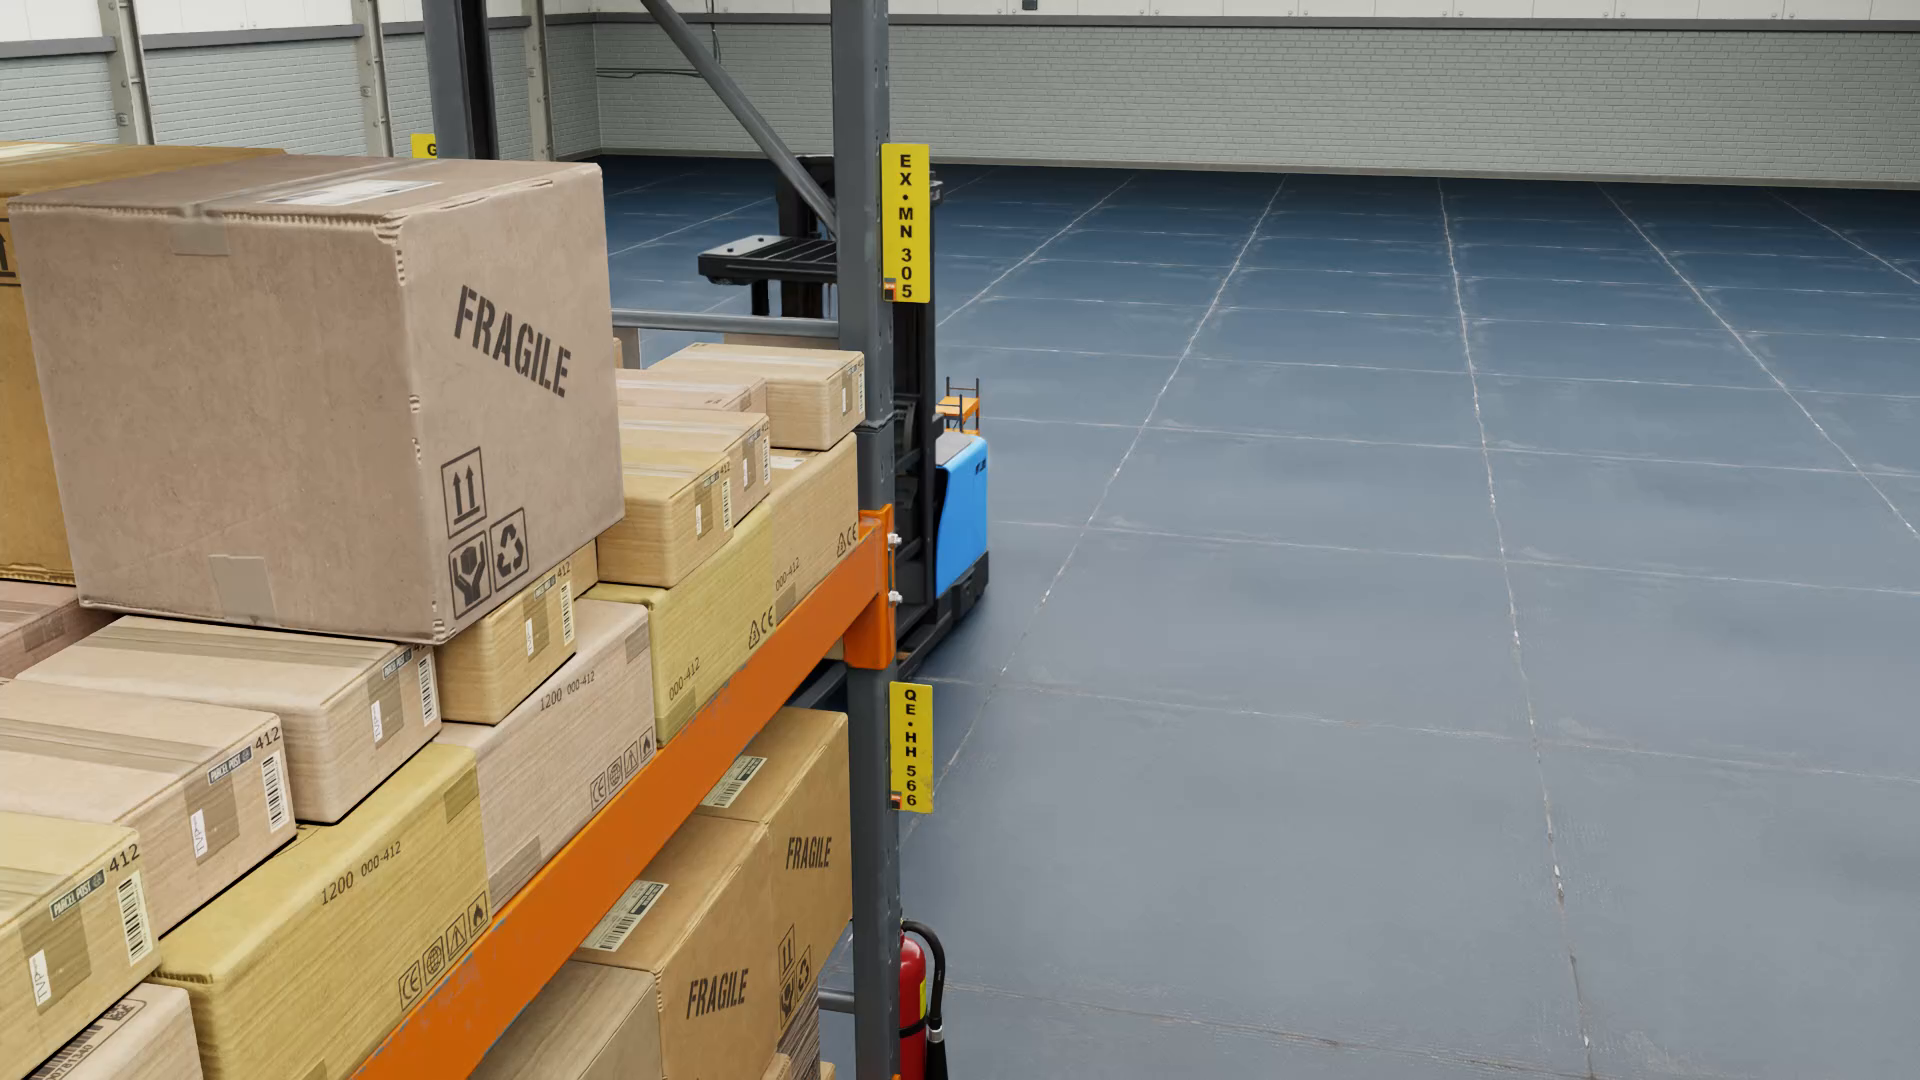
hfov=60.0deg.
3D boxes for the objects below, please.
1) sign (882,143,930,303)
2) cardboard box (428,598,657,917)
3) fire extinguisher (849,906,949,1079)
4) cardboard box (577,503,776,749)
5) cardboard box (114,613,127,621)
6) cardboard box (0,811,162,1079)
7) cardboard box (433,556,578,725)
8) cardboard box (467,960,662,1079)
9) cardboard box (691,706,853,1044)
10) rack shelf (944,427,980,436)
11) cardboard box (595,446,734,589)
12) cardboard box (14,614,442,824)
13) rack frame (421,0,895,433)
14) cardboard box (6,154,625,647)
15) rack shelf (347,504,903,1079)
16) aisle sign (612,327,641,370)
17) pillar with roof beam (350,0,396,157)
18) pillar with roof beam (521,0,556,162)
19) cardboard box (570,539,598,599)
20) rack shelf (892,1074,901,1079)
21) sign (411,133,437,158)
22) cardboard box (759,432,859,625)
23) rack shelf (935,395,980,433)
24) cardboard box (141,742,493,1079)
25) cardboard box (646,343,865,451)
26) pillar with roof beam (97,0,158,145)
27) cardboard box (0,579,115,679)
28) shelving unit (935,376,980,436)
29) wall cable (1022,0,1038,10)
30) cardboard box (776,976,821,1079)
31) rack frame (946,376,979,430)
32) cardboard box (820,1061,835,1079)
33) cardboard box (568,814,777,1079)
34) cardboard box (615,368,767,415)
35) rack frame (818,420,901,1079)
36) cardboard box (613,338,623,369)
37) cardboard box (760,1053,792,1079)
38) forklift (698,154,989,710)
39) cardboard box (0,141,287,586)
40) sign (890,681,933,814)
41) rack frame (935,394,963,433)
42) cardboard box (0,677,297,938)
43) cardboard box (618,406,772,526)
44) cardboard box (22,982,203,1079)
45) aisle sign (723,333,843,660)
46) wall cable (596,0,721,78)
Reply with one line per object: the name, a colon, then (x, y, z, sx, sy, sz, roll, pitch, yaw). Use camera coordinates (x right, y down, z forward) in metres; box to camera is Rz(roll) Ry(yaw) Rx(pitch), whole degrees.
sign: (-0.112, -0.658, 3.464, 0.100, 0.325, 0.005, 5, 19, 13)
cardboard box: (-0.770, 0.269, 2.349, 0.500, 0.250, 0.500, 5, 20, 15)
fire extinguisher: (-0.171, 1.167, 4.249, 0.296, 0.674, 0.183, 5, 19, 13)
cardboard box: (-0.636, 0.110, 2.818, 0.500, 0.250, 0.500, 5, 19, 14)
cardboard box: (-1.288, 0.066, 2.328, 0.380, 0.149, 0.250, 4, 19, 11)
cardboard box: (-0.963, 0.357, 1.475, 0.380, 0.149, 0.250, 4, 19, 12)
cardboard box: (-0.736, 0.112, 2.194, 0.380, 0.149, 0.250, 4, 19, 11)
cardboard box: (-0.782, 0.974, 2.532, 0.500, 0.500, 0.500, 5, 19, 13)
cardboard box: (-0.540, 0.661, 3.451, 0.500, 0.500, 0.500, 5, 19, 13)
rack shelf: (-0.040, -0.664, 11.791, 0.258, 0.148, 0.480, 5, 19, 13)
cardboard box: (-0.587, -0.048, 2.662, 0.380, 0.149, 0.250, 5, 19, 14)
cardboard box: (-0.848, 0.194, 1.953, 0.380, 0.149, 0.250, 4, 19, 11)
rack frame: (-0.646, -1.709, 3.269, 1.000, 3.000, 0.127, 5, 19, 13)
cardboard box: (-0.779, -0.208, 2.127, 0.500, 0.500, 0.500, 5, 19, 13)
rack shelf: (-1.134, 0.678, 2.034, 1.077, 0.370, 4.000, 5, 19, 13)
aisle sign: (-0.921, -0.143, 3.944, 0.394, 0.787, 0.004, 5, 19, 13)
pillar with roof beam: (-6.075, -9.918, 27.302, 9.100, 9.000, 0.400, 5, 19, 13)
pillar with roof beam: (-4.609, -11.798, 32.807, 9.100, 9.000, 0.400, 5, 19, 13)
cardboard box: (-0.768, 0.020, 2.464, 0.380, 0.149, 0.250, 5, 19, 14)
rack shelf: (-1.134, 2.097, 2.519, 1.077, 0.370, 4.000, 5, 19, 13)
sign: (-1.172, -0.746, 3.737, 0.100, 0.325, 0.005, 5, 19, 13)
cardboard box: (-0.517, -0.047, 3.276, 0.500, 0.250, 0.500, 5, 20, 15)
rack shelf: (-0.040, -0.888, 11.715, 0.258, 0.148, 0.480, 5, 19, 13)
cardboard box: (-0.888, 0.428, 1.887, 0.500, 0.250, 0.500, 4, 19, 12)
cardboard box: (-0.411, -0.295, 3.386, 0.380, 0.149, 0.250, 5, 19, 13)
pillar with roof beam: (-7.541, -8.037, 21.796, 9.100, 9.000, 0.400, 5, 19, 13)
cardboard box: (-1.304, 0.148, 2.089, 0.380, 0.149, 0.250, 4, 19, 13)
shelving unit: (-0.040, -0.516, 11.842, 0.258, 1.200, 0.503, 5, 19, 13)
wall cable: (2.420, -13.812, 33.441, 2.305, 6.003, 0.169, 5, 19, 13)
cardboard box: (-0.807, 1.112, 3.676, 0.875, 0.500, 0.500, 5, 19, 13)
rack frame: (0.019, -0.592, 12.066, 0.240, 1.200, 0.015, 5, 19, 13)
cardboard box: (-0.515, 1.355, 3.970, 0.380, 0.149, 0.250, 5, 19, 13)
cardboard box: (-0.657, 0.818, 2.990, 0.500, 0.500, 0.500, 5, 19, 13)
cardboard box: (-0.588, -0.223, 3.174, 0.380, 0.149, 0.250, 4, 19, 12)
rack frame: (-0.646, 1.130, 4.238, 1.000, 3.000, 0.127, 5, 19, 13)
cardboard box: (-0.937, -0.339, 3.514, 0.380, 0.149, 0.250, 5, 19, 13)
cardboard box: (-0.812, 1.278, 3.189, 0.875, 0.500, 0.500, 5, 19, 13)
forklift: (-0.772, -0.653, 9.566, 1.130, 2.935, 3.031, 6, 20, 18)
cardboard box: (-1.270, -0.270, 2.308, 0.500, 0.500, 0.500, 5, 19, 13)
sign: (-0.112, 0.483, 3.853, 0.100, 0.325, 0.005, 5, 19, 13)
rack frame: (-0.100, -0.439, 11.618, 0.240, 1.200, 0.015, 5, 19, 13)
cardboard box: (-0.933, 0.274, 1.719, 0.380, 0.149, 0.250, 5, 20, 15)
cardboard box: (-0.549, -0.129, 2.898, 0.380, 0.149, 0.250, 4, 19, 11)
cardboard box: (-1.009, 0.593, 1.401, 0.500, 0.250, 0.500, 4, 19, 11)
aisle sign: (-0.340, -0.096, 3.806, 0.394, 0.787, 0.004, 5, 19, 13)
wall cable: (-6.782, -11.488, 36.702, 3.097, 2.526, 0.112, 5, 19, 13)
